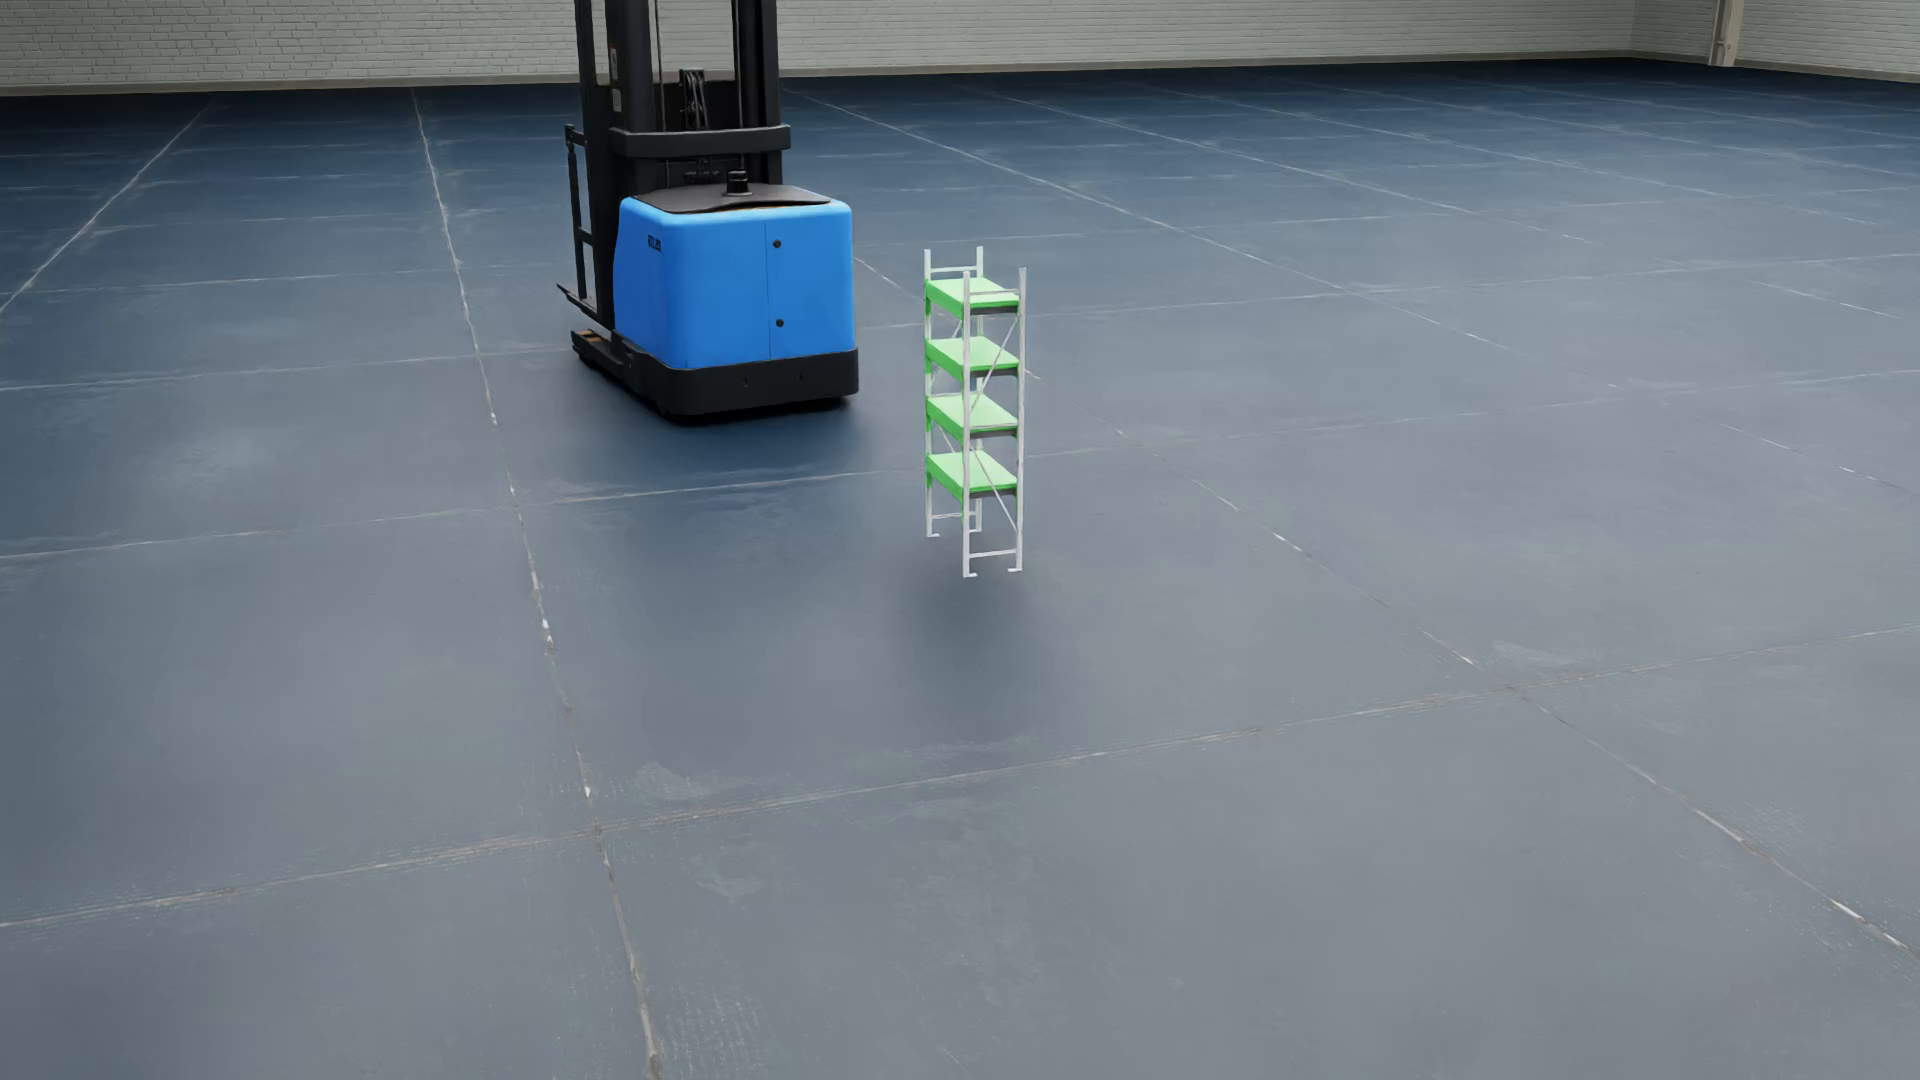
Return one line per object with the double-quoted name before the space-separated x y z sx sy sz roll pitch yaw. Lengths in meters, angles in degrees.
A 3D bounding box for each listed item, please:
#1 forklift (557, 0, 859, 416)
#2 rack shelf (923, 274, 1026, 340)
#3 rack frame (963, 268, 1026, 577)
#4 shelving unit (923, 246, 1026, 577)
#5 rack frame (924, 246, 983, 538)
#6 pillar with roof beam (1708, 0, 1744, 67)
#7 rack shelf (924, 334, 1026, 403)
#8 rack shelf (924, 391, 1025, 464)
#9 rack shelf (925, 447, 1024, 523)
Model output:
"forklift" -1.669 -2.469 9.455 1.130 2.935 3.031 -10 22 -26
"rack shelf" 0.052 -0.903 6.425 0.258 0.148 0.480 -6 21 -17
"rack frame" 0.129 -0.433 6.348 0.240 1.200 0.015 -6 21 -17
"shelving unit" 0.052 -0.512 6.566 0.258 1.200 0.503 -6 21 -17
"rack frame" -0.025 -0.590 6.784 0.240 1.200 0.015 -6 21 -17
"pillar with roof beam" 11.267 -13.340 30.743 9.100 9.000 0.400 -6 21 -17
"rack shelf" 0.052 -0.677 6.506 0.258 0.148 0.480 -6 21 -17
"rack shelf" 0.052 -0.451 6.587 0.258 0.148 0.480 -6 21 -17
"rack shelf" 0.052 -0.226 6.669 0.258 0.148 0.480 -6 21 -17
